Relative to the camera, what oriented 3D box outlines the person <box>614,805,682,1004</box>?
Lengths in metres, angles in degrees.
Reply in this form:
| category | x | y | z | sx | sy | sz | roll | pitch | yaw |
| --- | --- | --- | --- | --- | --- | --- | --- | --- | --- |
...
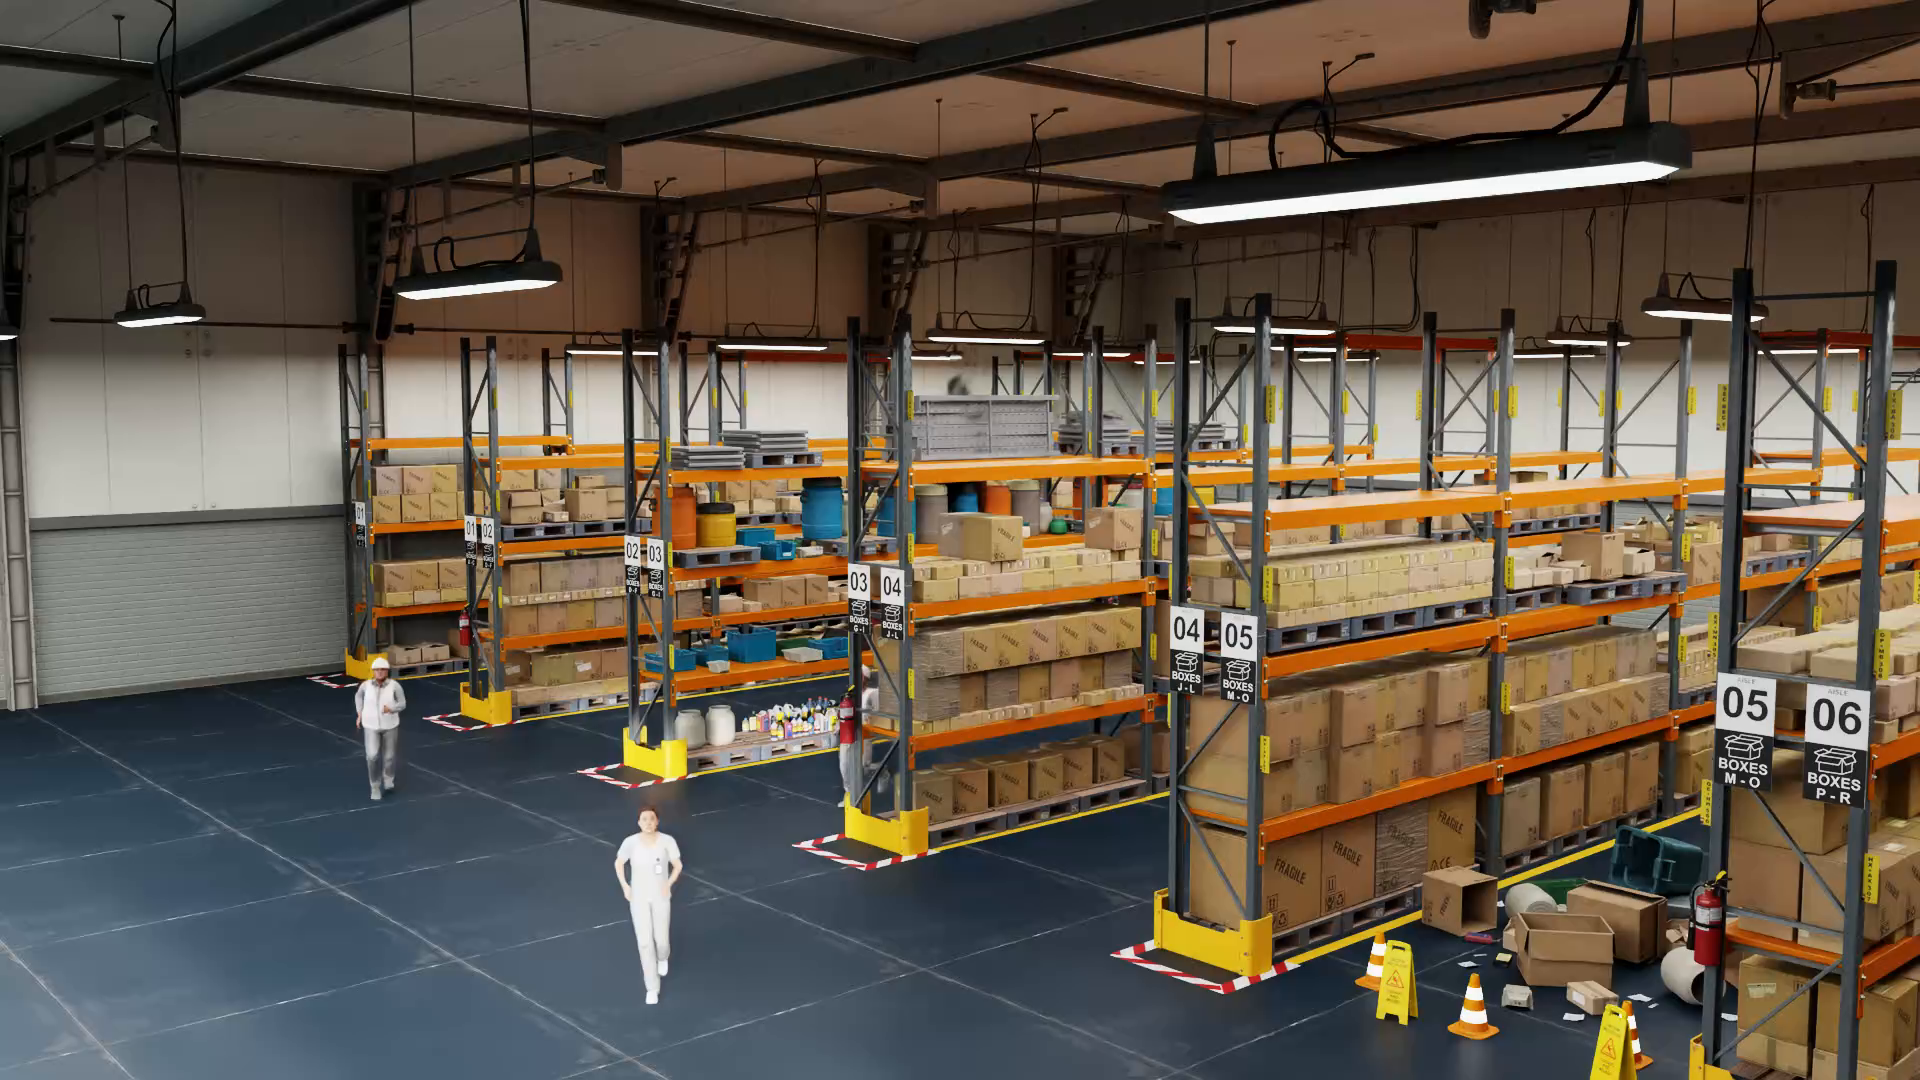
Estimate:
| category | x | y | z | sx | sy | sz | roll | pitch | yaw |
| --- | --- | --- | --- | --- | --- | --- | --- | --- | --- |
| person | -2.670 | 3.072 | 14.271 | 0.574 | 1.651 | 0.688 | -1 | 5 | -9 |

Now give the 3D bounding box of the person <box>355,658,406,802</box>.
| category | x | y | z | sx | sy | sz | roll | pitch | yaw |
| --- | --- | --- | --- | --- | --- | --- | --- | --- | --- |
| person | -7.351 | 2.397 | 21.122 | 0.621 | 1.826 | 0.834 | -2 | 5 | -17 |

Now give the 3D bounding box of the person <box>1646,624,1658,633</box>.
| category | x | y | z | sx | sy | sz | roll | pitch | yaw |
| --- | --- | --- | --- | --- | --- | --- | --- | --- | --- |
| person | 10.343 | 2.124 | 24.898 | 0.596 | 1.727 | 0.705 | 5 | 7 | 43 |

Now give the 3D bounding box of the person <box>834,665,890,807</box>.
| category | x | y | z | sx | sy | sz | roll | pitch | yaw |
| --- | --- | --- | --- | --- | --- | --- | --- | --- | --- |
| person | -1.249 | 2.436 | 20.775 | 0.695 | 1.748 | 0.782 | 4 | 7 | 39 |
